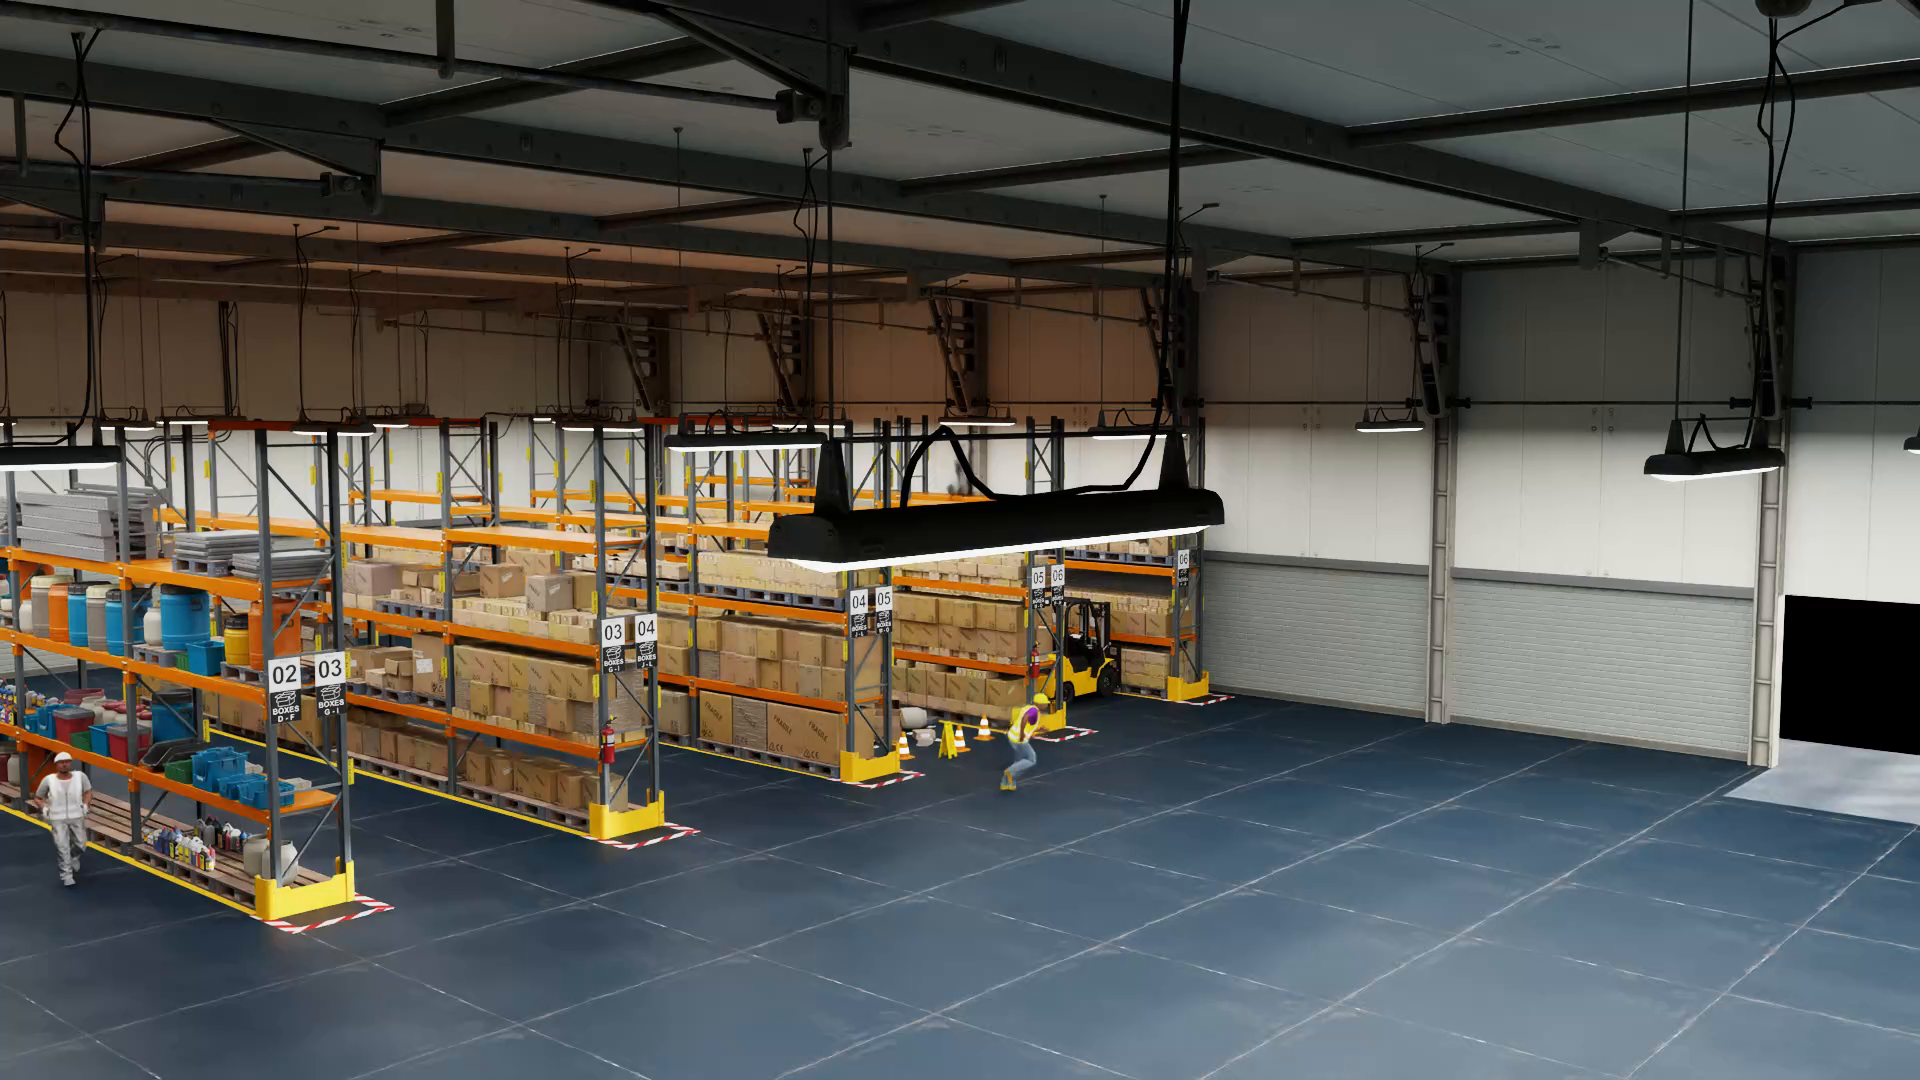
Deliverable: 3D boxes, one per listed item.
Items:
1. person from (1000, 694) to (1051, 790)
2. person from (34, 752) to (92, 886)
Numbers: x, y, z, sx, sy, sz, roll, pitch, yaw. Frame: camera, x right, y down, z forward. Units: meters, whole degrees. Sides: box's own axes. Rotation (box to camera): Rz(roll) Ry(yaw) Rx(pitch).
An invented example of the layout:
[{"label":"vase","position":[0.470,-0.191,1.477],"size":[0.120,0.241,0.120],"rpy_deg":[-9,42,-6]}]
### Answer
[{"label":"person","position":[1.075,3.295,27.051],"size":[0.841,1.579,0.736],"rpy_deg":[-1,5,-10]},{"label":"person","position":[-11.769,3.648,21.870],"size":[0.683,1.733,0.642],"rpy_deg":[-3,6,-35]}]
